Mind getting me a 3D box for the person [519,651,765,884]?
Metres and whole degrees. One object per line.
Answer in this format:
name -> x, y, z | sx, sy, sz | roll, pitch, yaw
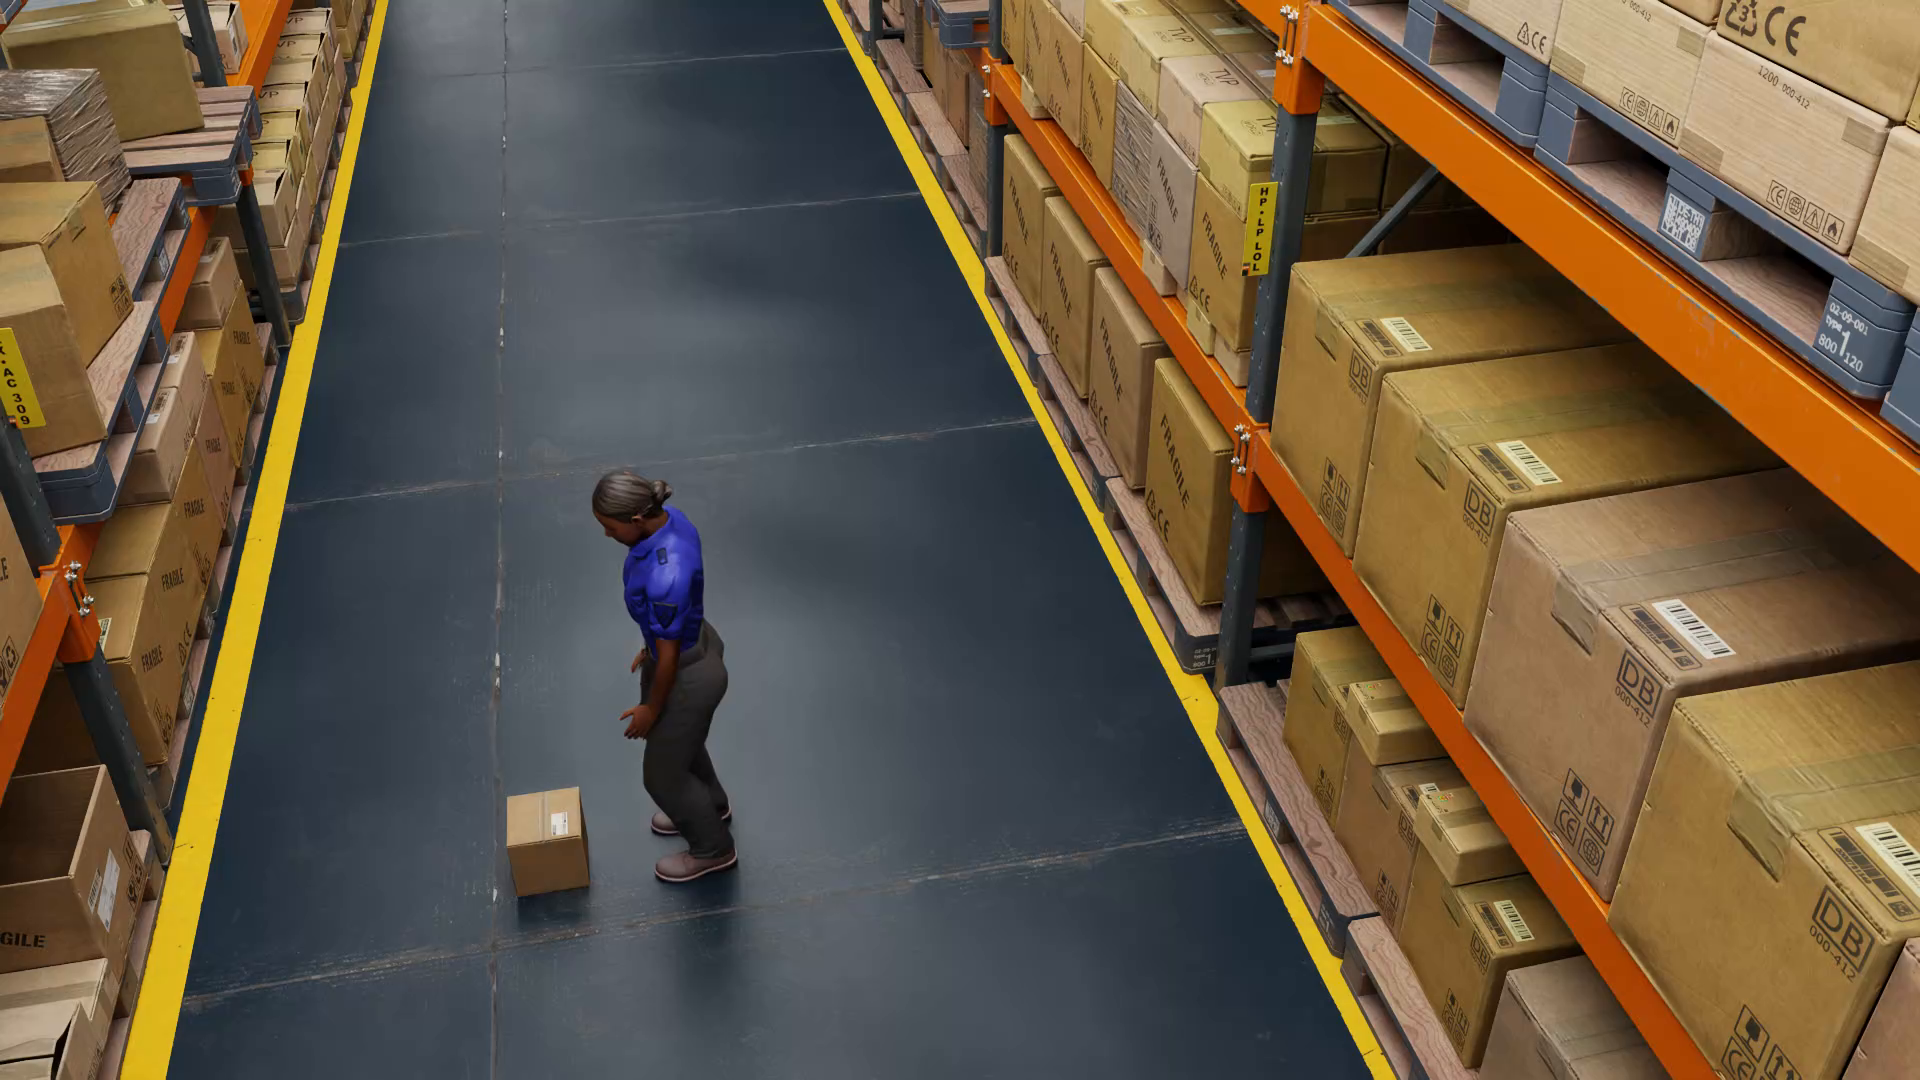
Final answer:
person -> -1.065, 0.738, 5.703 | 0.796, 0.953, 0.485 | -7, 35, -11
